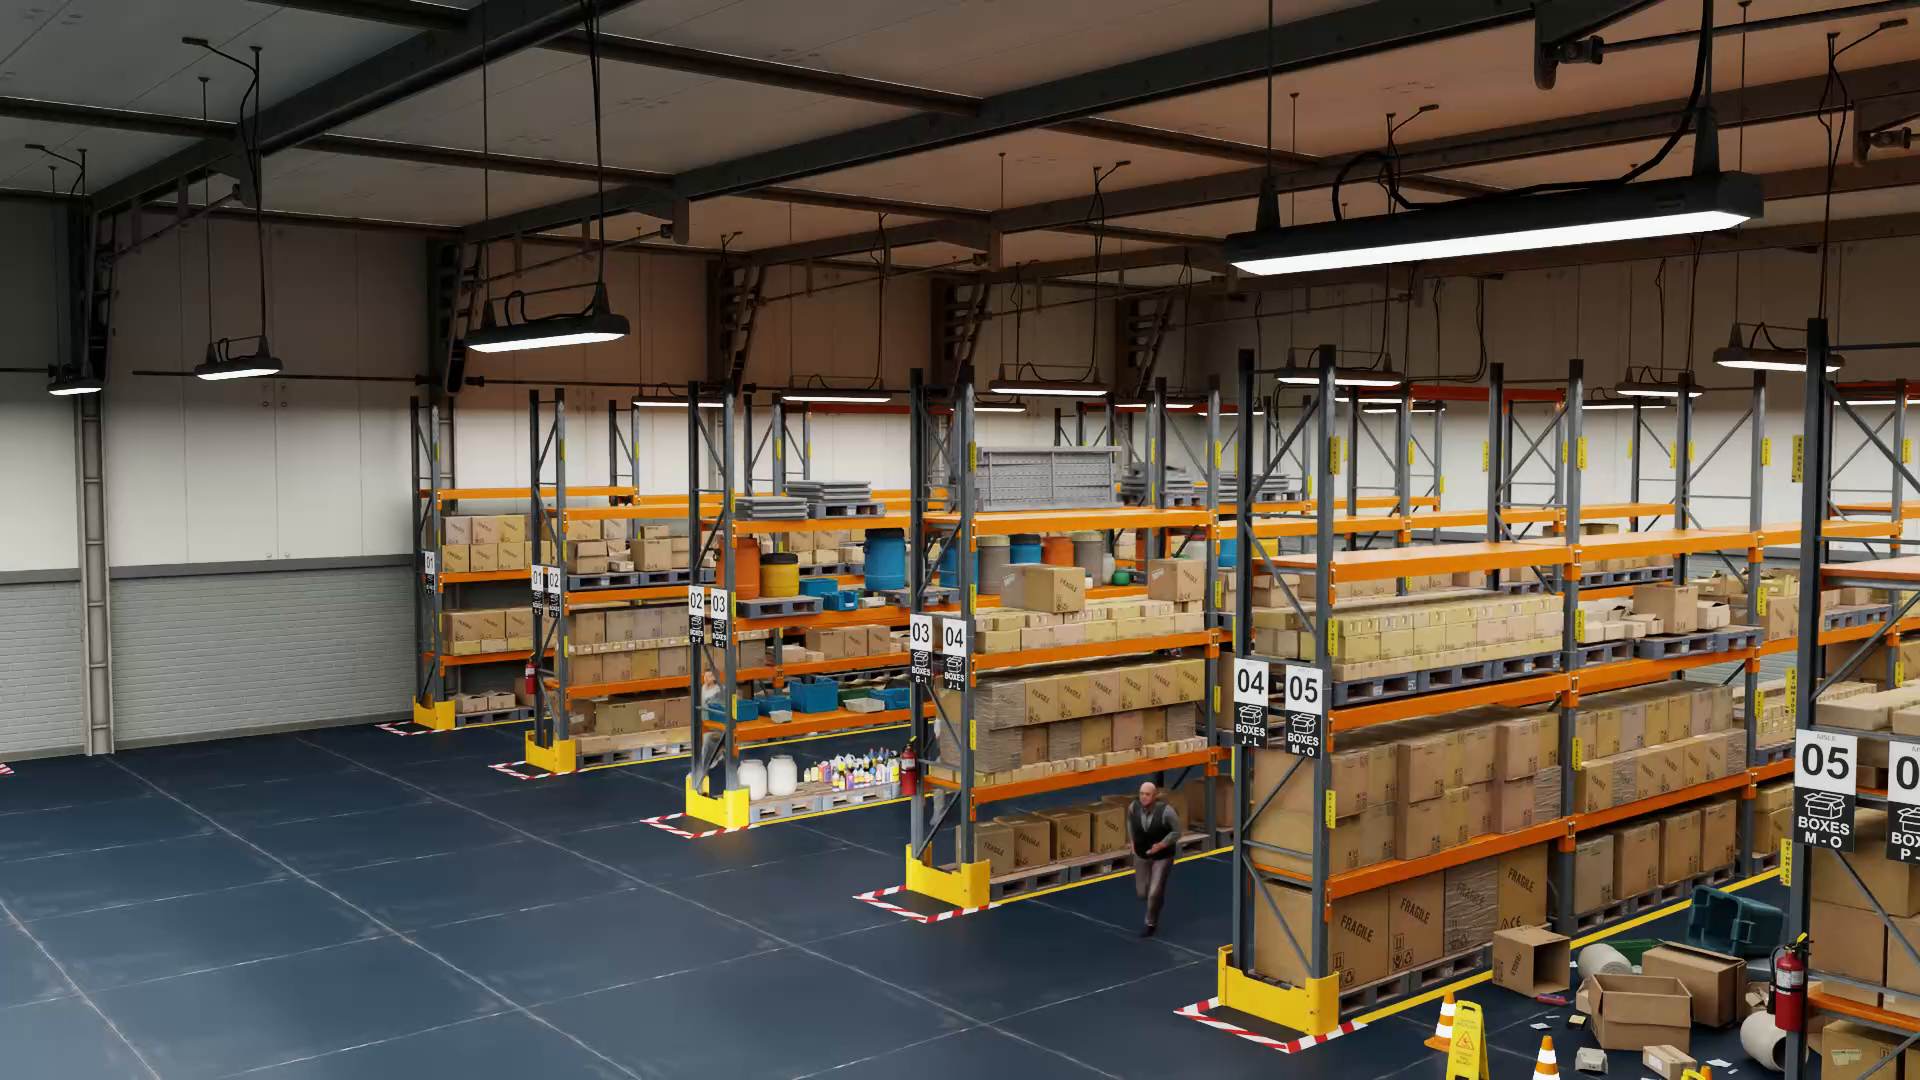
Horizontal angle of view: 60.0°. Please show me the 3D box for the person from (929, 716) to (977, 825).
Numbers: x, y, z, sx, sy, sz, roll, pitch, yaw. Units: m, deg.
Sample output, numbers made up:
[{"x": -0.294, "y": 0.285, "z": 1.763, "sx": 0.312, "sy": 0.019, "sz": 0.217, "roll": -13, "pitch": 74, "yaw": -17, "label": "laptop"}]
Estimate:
[{"x": -0.046, "y": 2.969, "z": 22.751, "sx": 0.658, "sy": 1.800, "sz": 0.995, "roll": 2, "pitch": 4, "yaw": 34, "label": "person"}]

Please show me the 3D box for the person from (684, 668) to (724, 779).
[{"x": -3.878, "y": 2.807, "z": 25.644, "sx": 0.606, "sy": 1.666, "sz": 0.966, "roll": 2, "pitch": 4, "yaw": 29, "label": "person"}]

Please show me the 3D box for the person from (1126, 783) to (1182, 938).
[{"x": 2.044, "y": 3.328, "z": 17.473, "sx": 0.652, "sy": 1.658, "sz": 0.747, "roll": 1, "pitch": 4, "yaw": 23, "label": "person"}]
